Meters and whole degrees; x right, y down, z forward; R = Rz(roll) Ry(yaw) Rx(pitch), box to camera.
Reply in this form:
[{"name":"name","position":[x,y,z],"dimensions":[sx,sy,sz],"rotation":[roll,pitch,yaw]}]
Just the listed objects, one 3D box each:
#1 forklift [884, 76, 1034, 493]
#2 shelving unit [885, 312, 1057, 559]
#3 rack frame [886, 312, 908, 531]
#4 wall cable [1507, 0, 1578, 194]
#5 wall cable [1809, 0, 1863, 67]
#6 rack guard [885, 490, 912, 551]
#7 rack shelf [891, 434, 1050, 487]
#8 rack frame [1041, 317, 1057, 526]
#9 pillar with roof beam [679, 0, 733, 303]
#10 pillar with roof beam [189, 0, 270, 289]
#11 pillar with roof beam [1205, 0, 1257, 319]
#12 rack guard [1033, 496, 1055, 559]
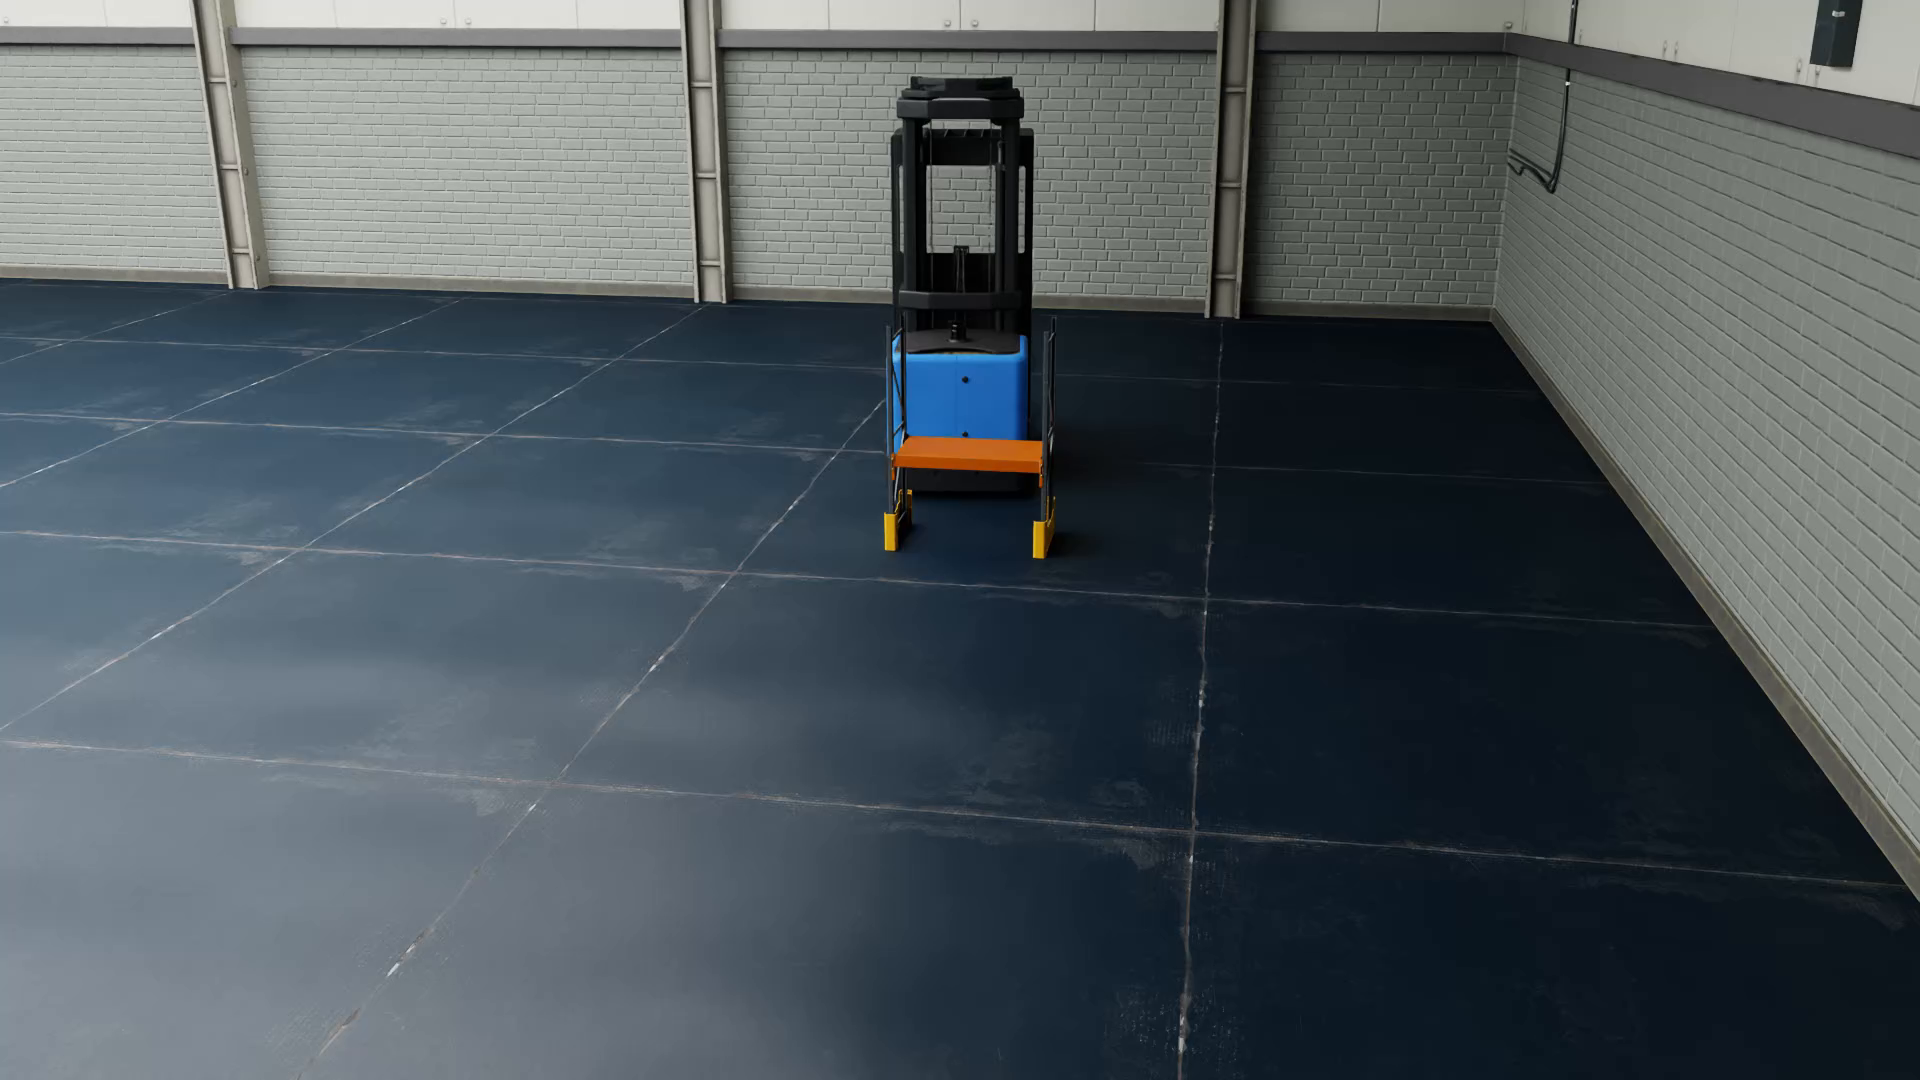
[{"name":"forklift","position":[0.026,-2.151,13.111],"dimensions":[1.130,2.935,3.031],"rotation":[1,19,2]},{"name":"shelving unit","position":[0.075,-0.707,11.054],"dimensions":[1.083,1.500,0.587],"rotation":[3,19,9]},{"name":"rack frame","position":[-0.418,-0.733,11.129],"dimensions":[0.032,1.500,0.500],"rotation":[3,19,9]},{"name":"wall cable","position":[5.690,-4.790,16.331],"dimensions":[0.112,2.526,3.097],"rotation":[3,19,9]},{"name":"wall cable","position":[4.168,-4.902,6.413],"dimensions":[0.169,6.003,2.305],"rotation":[3,19,9]},{"name":"rack guard","position":[-0.416,-0.140,11.327],"dimensions":[0.087,0.250,0.587],"rotation":[3,19,9]},{"name":"rack shelf","position":[0.084,-0.536,11.109],"dimensions":[1.000,0.185,0.538],"rotation":[3,19,9]},{"name":"rack frame","position":[0.586,-0.681,10.976],"dimensions":[0.032,1.500,0.500],"rotation":[3,19,9]},{"name":"pillar with roof beam","position":[-3.616,-5.779,14.392],"dimensions":[0.400,9.000,9.100],"rotation":[3,19,9]},{"name":"pillar with roof beam","position":[-9.540,-6.081,15.294],"dimensions":[0.400,9.000,9.100],"rotation":[3,19,9]},{"name":"pillar with roof beam","position":[2.308,-5.477,13.489],"dimensions":[0.400,9.000,9.100],"rotation":[3,19,9]},{"name":"rack guard","position":[0.567,-0.090,11.177],"dimensions":[0.087,0.250,0.587],"rotation":[3,19,9]}]
